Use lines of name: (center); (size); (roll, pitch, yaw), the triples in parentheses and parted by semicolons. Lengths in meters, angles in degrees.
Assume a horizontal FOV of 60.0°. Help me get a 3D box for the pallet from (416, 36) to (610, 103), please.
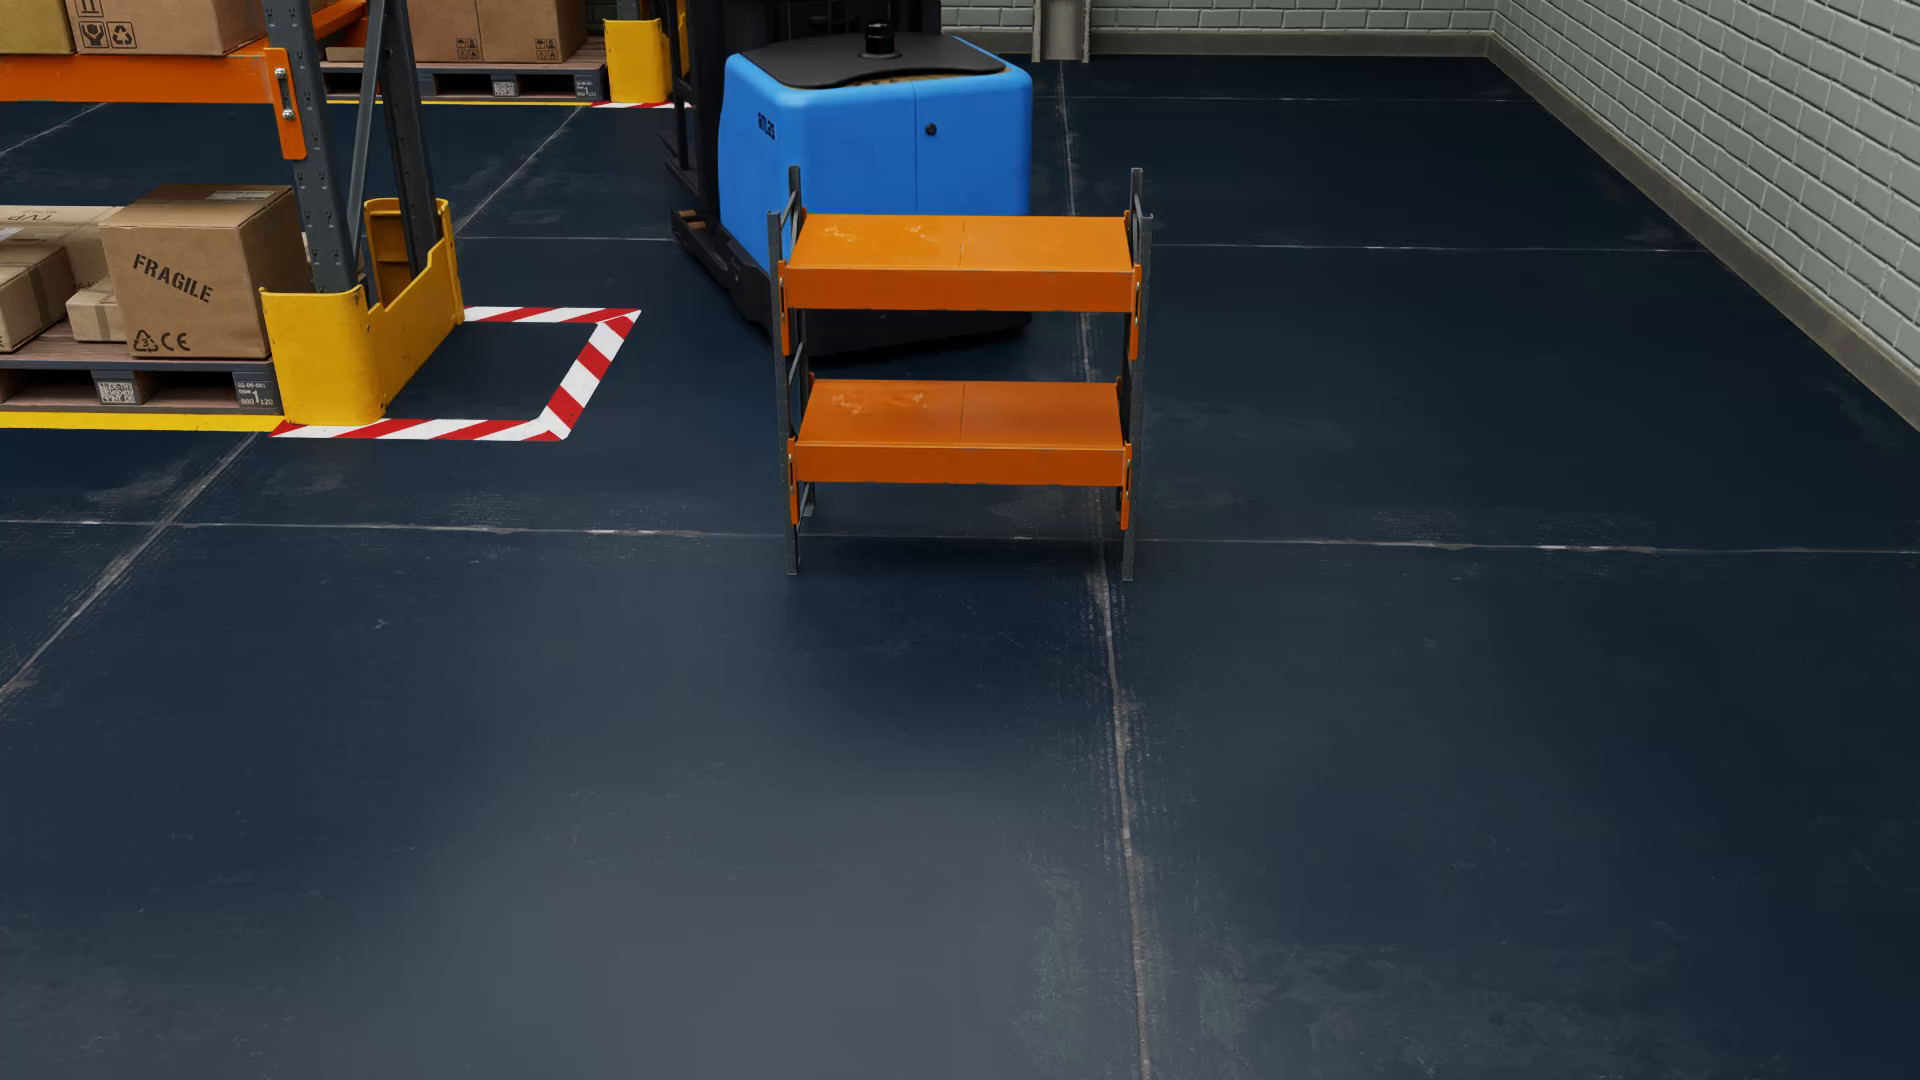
pallet: (-2.831, -3.075, 10.825); (1.213, 0.211, 1.003); (1, 28, 2)

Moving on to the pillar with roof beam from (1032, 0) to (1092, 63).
pillar with roof beam: (0.548, -5.326, 5.689); (0.400, 9.000, 9.100); (1, 28, 2)

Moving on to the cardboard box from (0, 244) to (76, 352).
cardboard box: (-3.700, -0.915, 6.239); (0.500, 0.250, 0.500); (1, 28, 2)

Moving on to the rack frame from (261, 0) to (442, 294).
rack frame: (-2.200, -2.012, 5.842); (0.127, 3.000, 1.000); (1, 28, 2)

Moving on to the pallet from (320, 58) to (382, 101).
pallet: (-4.047, -3.096, 10.866); (1.213, 0.211, 1.003); (1, 28, 2)

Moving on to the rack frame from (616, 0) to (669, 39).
rack frame: (-2.029, -4.330, 10.216); (0.127, 3.000, 1.000); (1, 28, 2)

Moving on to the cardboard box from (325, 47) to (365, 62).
cardboard box: (-3.734, -3.392, 10.668); (0.500, 0.500, 0.700); (0, 28, 0)

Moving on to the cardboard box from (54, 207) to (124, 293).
cardboard box: (-3.233, -1.141, 6.666); (0.500, 0.250, 0.500); (1, 28, 2)

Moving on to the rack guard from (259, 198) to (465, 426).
rack guard: (-2.276, -0.908, 6.430); (0.348, 0.500, 1.175); (1, 28, 2)

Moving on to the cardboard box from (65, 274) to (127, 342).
cardboard box: (-3.153, -0.897, 6.294); (0.250, 0.166, 0.380); (1, 28, 2)

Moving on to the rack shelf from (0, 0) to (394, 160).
rack shelf: (-4.199, -1.727, 6.073); (4.000, 0.370, 1.077); (1, 28, 2)

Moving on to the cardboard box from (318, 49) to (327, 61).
cardboard box: (-4.268, -3.398, 10.678); (0.500, 0.500, 0.700); (2, 28, 3)

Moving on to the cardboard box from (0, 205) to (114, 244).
cardboard box: (-3.733, -1.149, 6.682); (0.500, 0.250, 0.500); (1, 28, 2)

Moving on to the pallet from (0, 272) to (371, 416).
pallet: (-3.072, -0.793, 6.522); (1.213, 0.211, 1.003); (1, 28, 2)

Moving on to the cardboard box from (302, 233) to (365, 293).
cardboard box: (-2.606, -1.114, 6.723); (0.250, 0.149, 0.380); (1, 28, 2)

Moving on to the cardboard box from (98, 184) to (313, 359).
cardboard box: (-2.752, -0.995, 6.124); (0.500, 0.500, 0.500); (1, 28, 2)

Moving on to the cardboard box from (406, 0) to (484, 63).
cardboard box: (-3.232, -3.384, 10.652); (0.500, 0.500, 0.700); (1, 28, 2)

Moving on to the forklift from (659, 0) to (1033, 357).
forklift: (-0.724, -2.673, 7.163); (1.130, 2.935, 3.031); (-11, 30, -19)

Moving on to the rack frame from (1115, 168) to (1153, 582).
rack frame: (0.515, -0.488, 4.970); (0.032, 1.125, 0.500); (1, 28, 2)

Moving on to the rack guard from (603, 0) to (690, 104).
rack guard: (-2.005, -3.226, 10.801); (0.348, 0.500, 1.175); (1, 28, 2)

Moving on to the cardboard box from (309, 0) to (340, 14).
cardboard box: (-2.634, -2.187, 6.065); (0.500, 0.500, 0.500); (2, 28, 3)

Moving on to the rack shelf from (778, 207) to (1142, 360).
rack shelf: (0.007, -0.755, 4.849); (1.000, 0.278, 0.538); (1, 28, 2)

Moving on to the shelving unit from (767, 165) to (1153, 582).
shelving unit: (0.007, -0.497, 4.986); (1.048, 1.125, 0.538); (1, 28, 2)

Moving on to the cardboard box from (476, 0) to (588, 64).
cardboard box: (-2.732, -3.376, 10.637); (0.500, 0.500, 0.700); (1, 28, 2)

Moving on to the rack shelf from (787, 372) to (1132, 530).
rack shelf: (0.007, -0.281, 5.101); (1.000, 0.278, 0.538); (1, 28, 2)

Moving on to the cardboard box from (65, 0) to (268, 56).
cardboard box: (-2.657, -1.936, 5.592); (0.500, 0.500, 0.500); (2, 28, 3)

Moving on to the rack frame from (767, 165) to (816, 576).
rack frame: (-0.501, -0.505, 5.002); (0.032, 1.125, 0.500); (1, 28, 2)

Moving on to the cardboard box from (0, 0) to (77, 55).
cardboard box: (-3.176, -1.943, 5.605); (0.500, 0.500, 0.500); (1, 28, 2)
